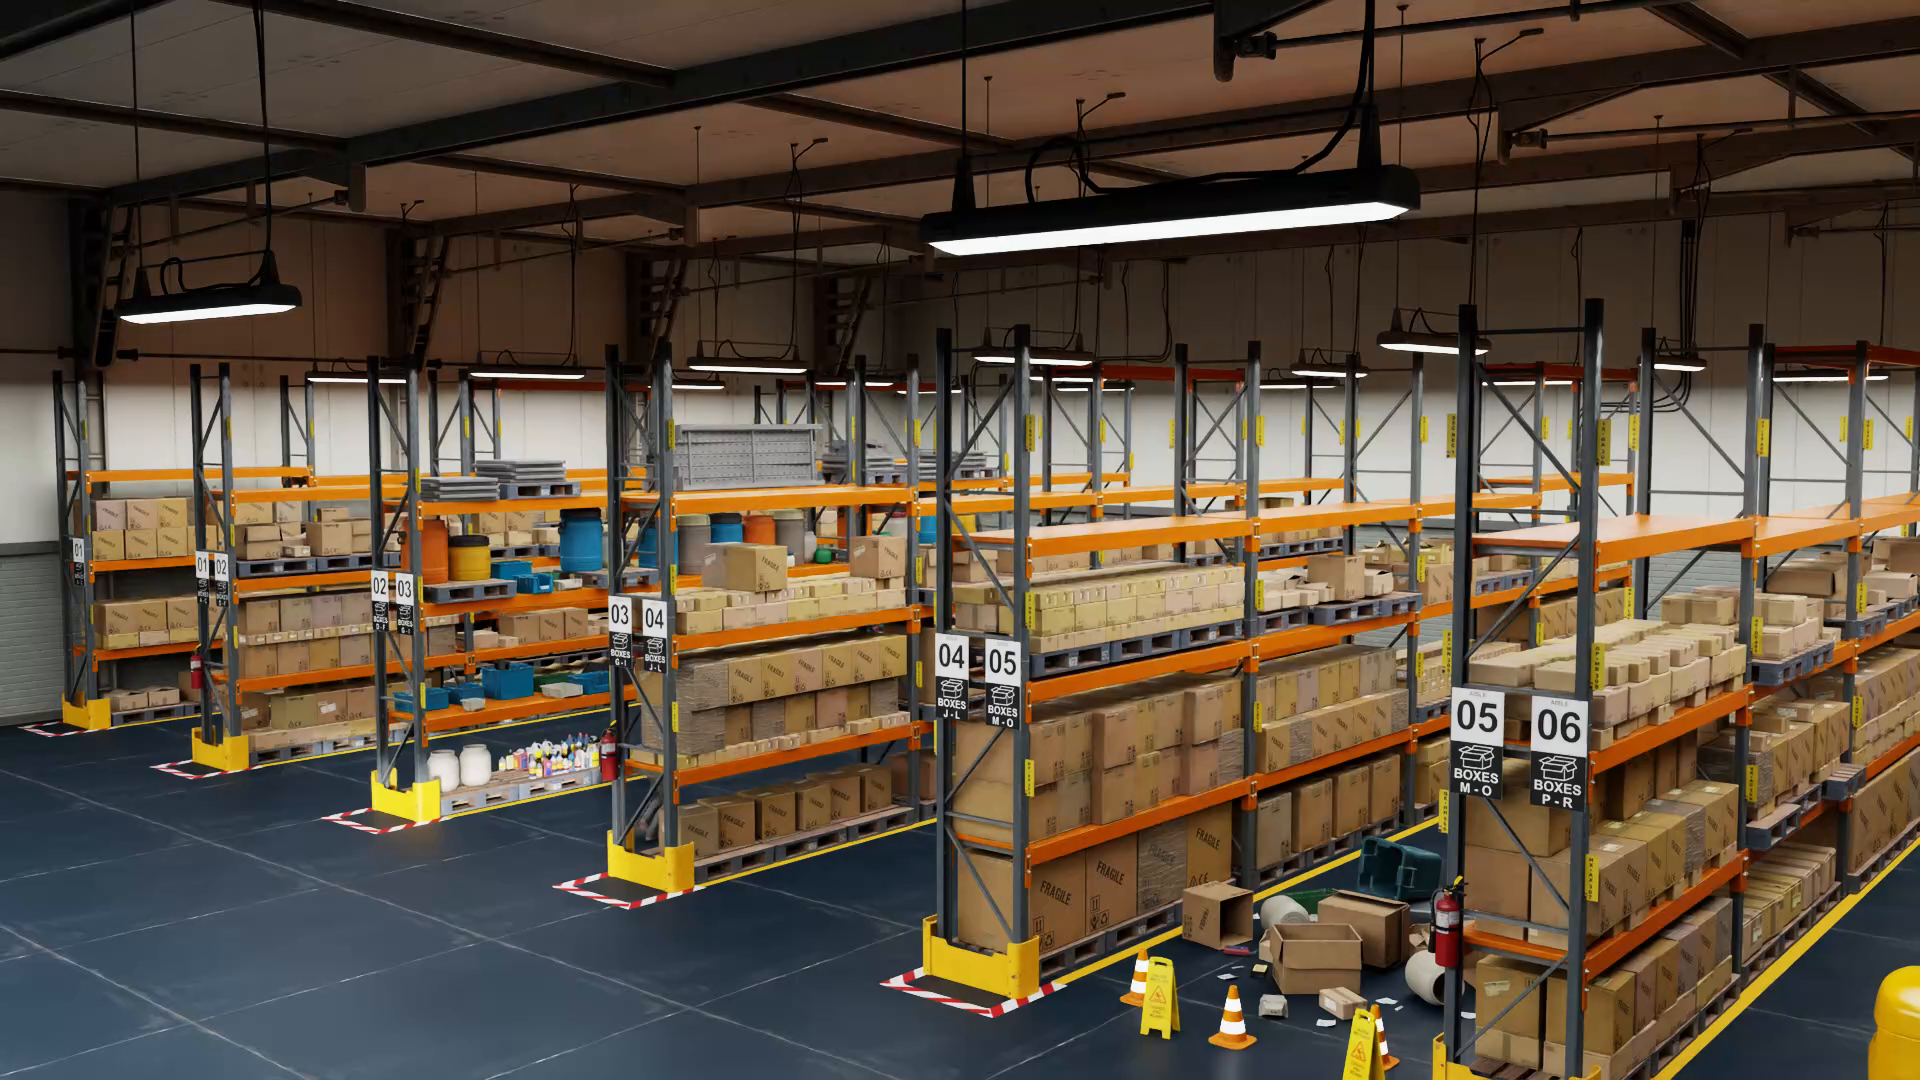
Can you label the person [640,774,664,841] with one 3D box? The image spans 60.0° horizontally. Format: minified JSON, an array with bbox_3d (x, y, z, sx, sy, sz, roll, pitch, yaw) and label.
[{"bbox_3d":[-3.636,2.916,20.649,0.553,1.535,0.729,4,6,42],"label":"person"}]
